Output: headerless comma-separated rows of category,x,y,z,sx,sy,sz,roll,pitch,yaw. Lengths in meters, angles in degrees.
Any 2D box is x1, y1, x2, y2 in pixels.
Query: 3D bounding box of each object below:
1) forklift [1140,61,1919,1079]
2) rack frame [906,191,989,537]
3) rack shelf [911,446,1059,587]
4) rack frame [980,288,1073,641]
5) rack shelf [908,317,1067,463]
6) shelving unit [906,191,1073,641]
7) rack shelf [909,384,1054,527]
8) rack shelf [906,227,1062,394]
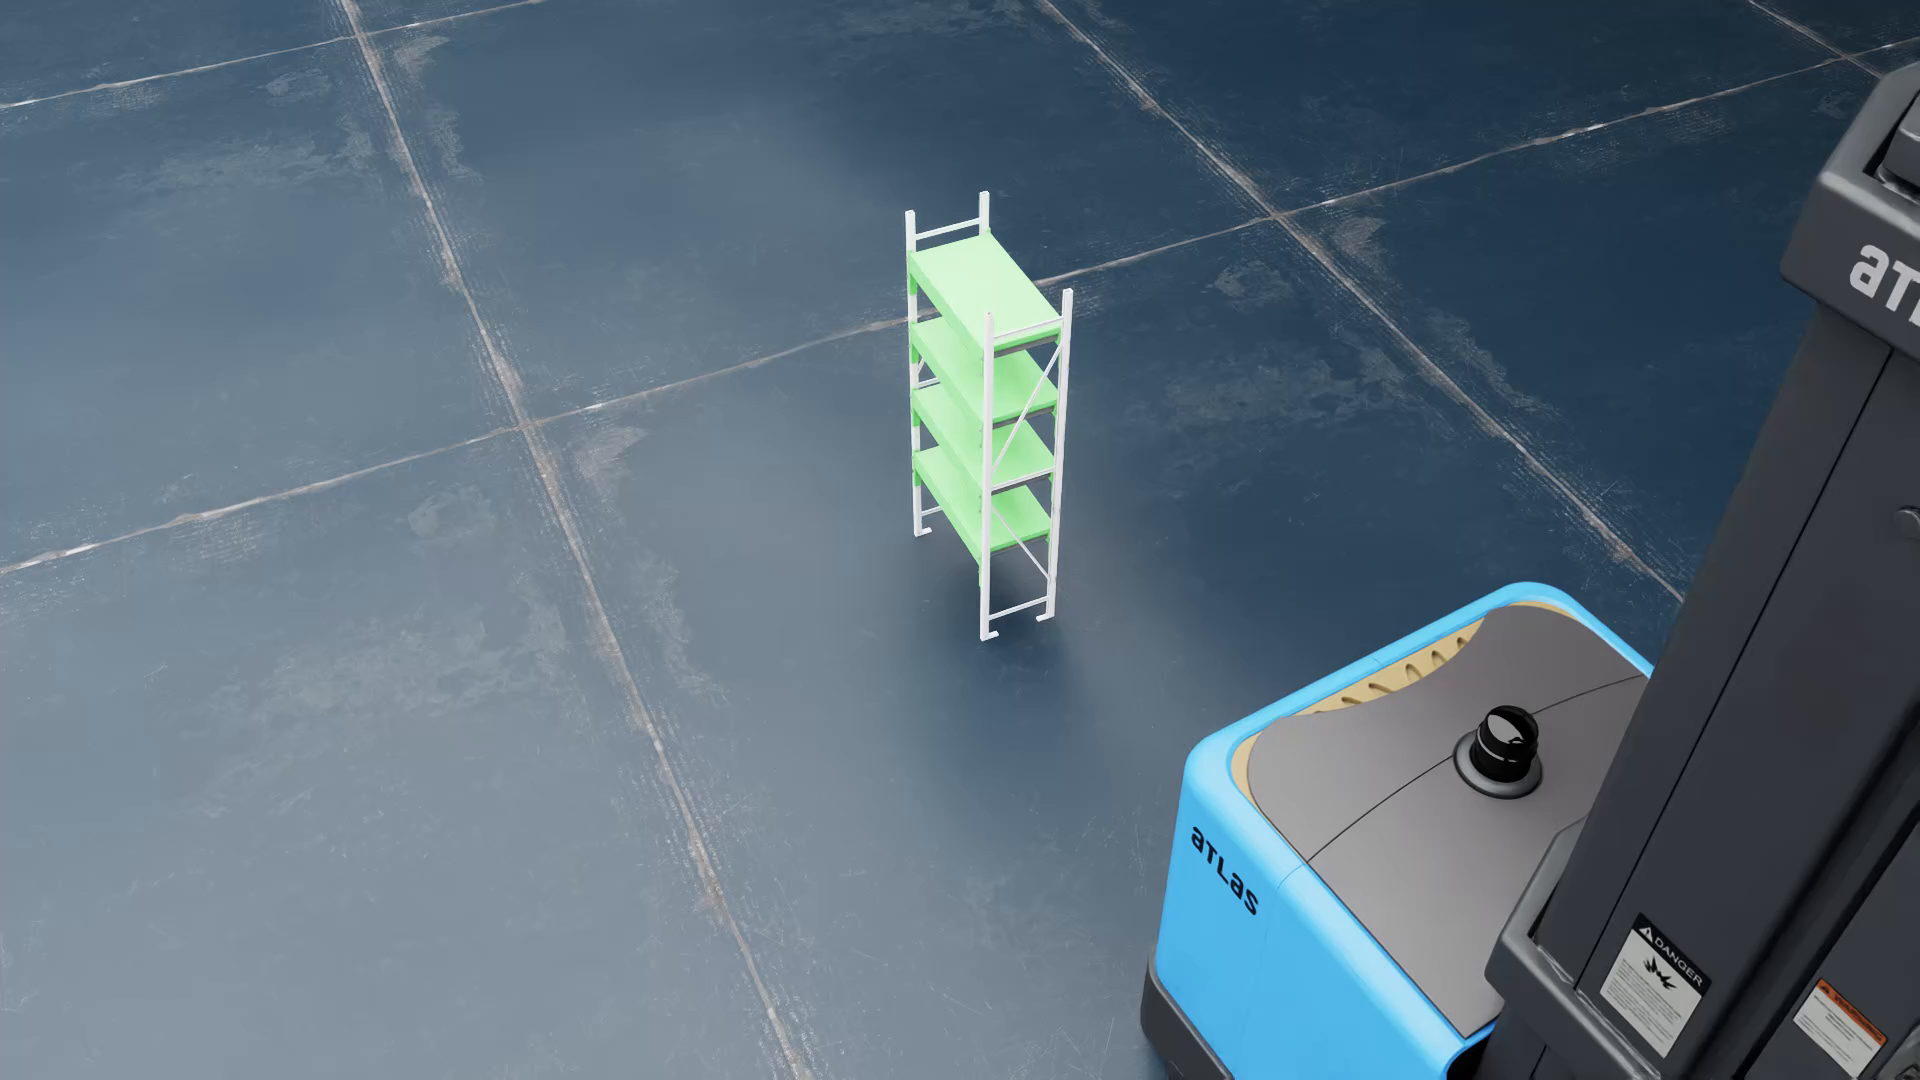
forklift,1.622,0.851,2.301,1.130,2.935,3.031,-23,49,-22
rack frame,-0.033,-0.477,4.879,0.240,1.200,0.015,-18,47,-17
rack shelf,0.070,-0.105,4.935,0.258,0.148,0.480,-18,47,-17
rack frame,0.172,-0.166,4.564,0.240,1.200,0.015,-18,47,-17
rack shelf,0.070,-0.447,4.598,0.258,0.148,0.480,-18,47,-17
shelving unit,0.070,-0.322,4.722,0.258,1.200,0.503,-18,47,-17
rack shelf,0.070,-0.276,4.767,0.258,0.148,0.480,-18,47,-17
rack shelf,0.070,-0.618,4.429,0.258,0.148,0.480,-18,47,-17
